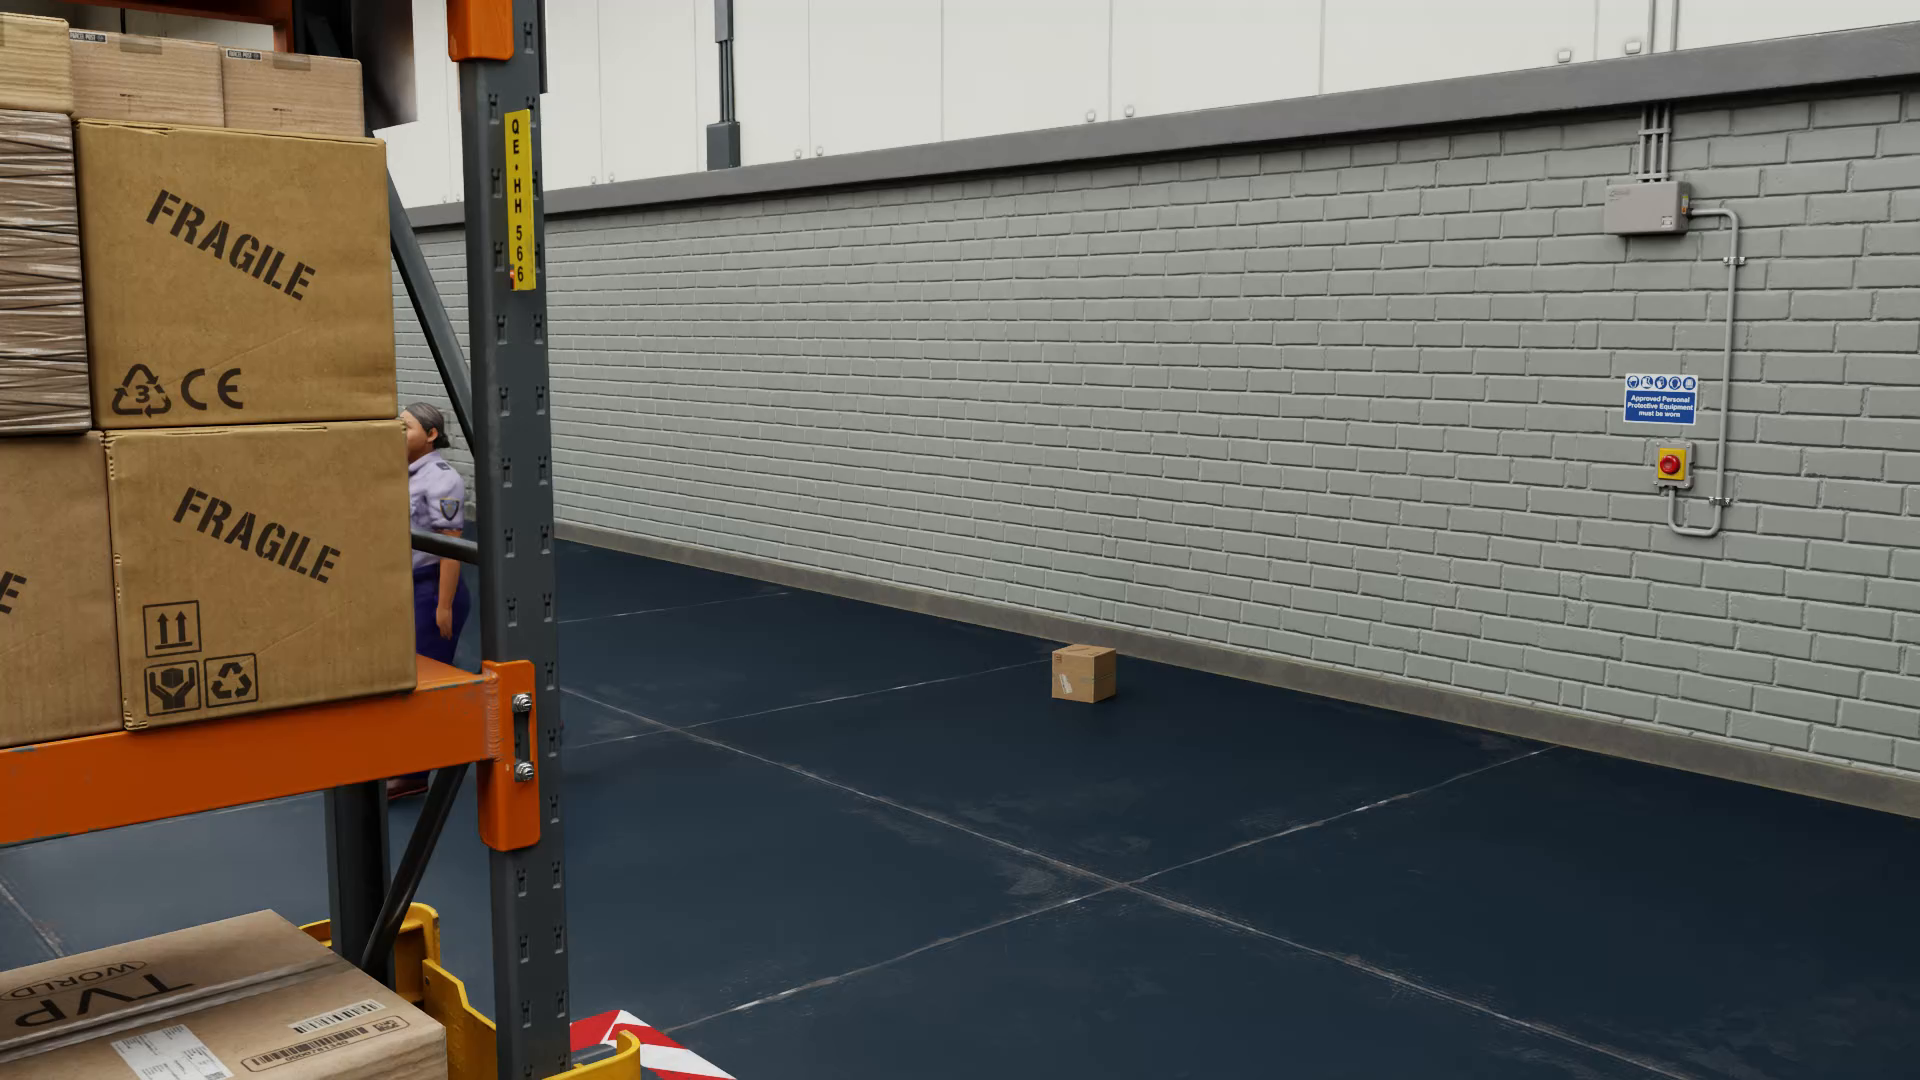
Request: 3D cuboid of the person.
[{"bbox_3d":[-2.168,0.250,6.833,0.646,1.628,0.480,-7,10,-42],"label":"person"}]
